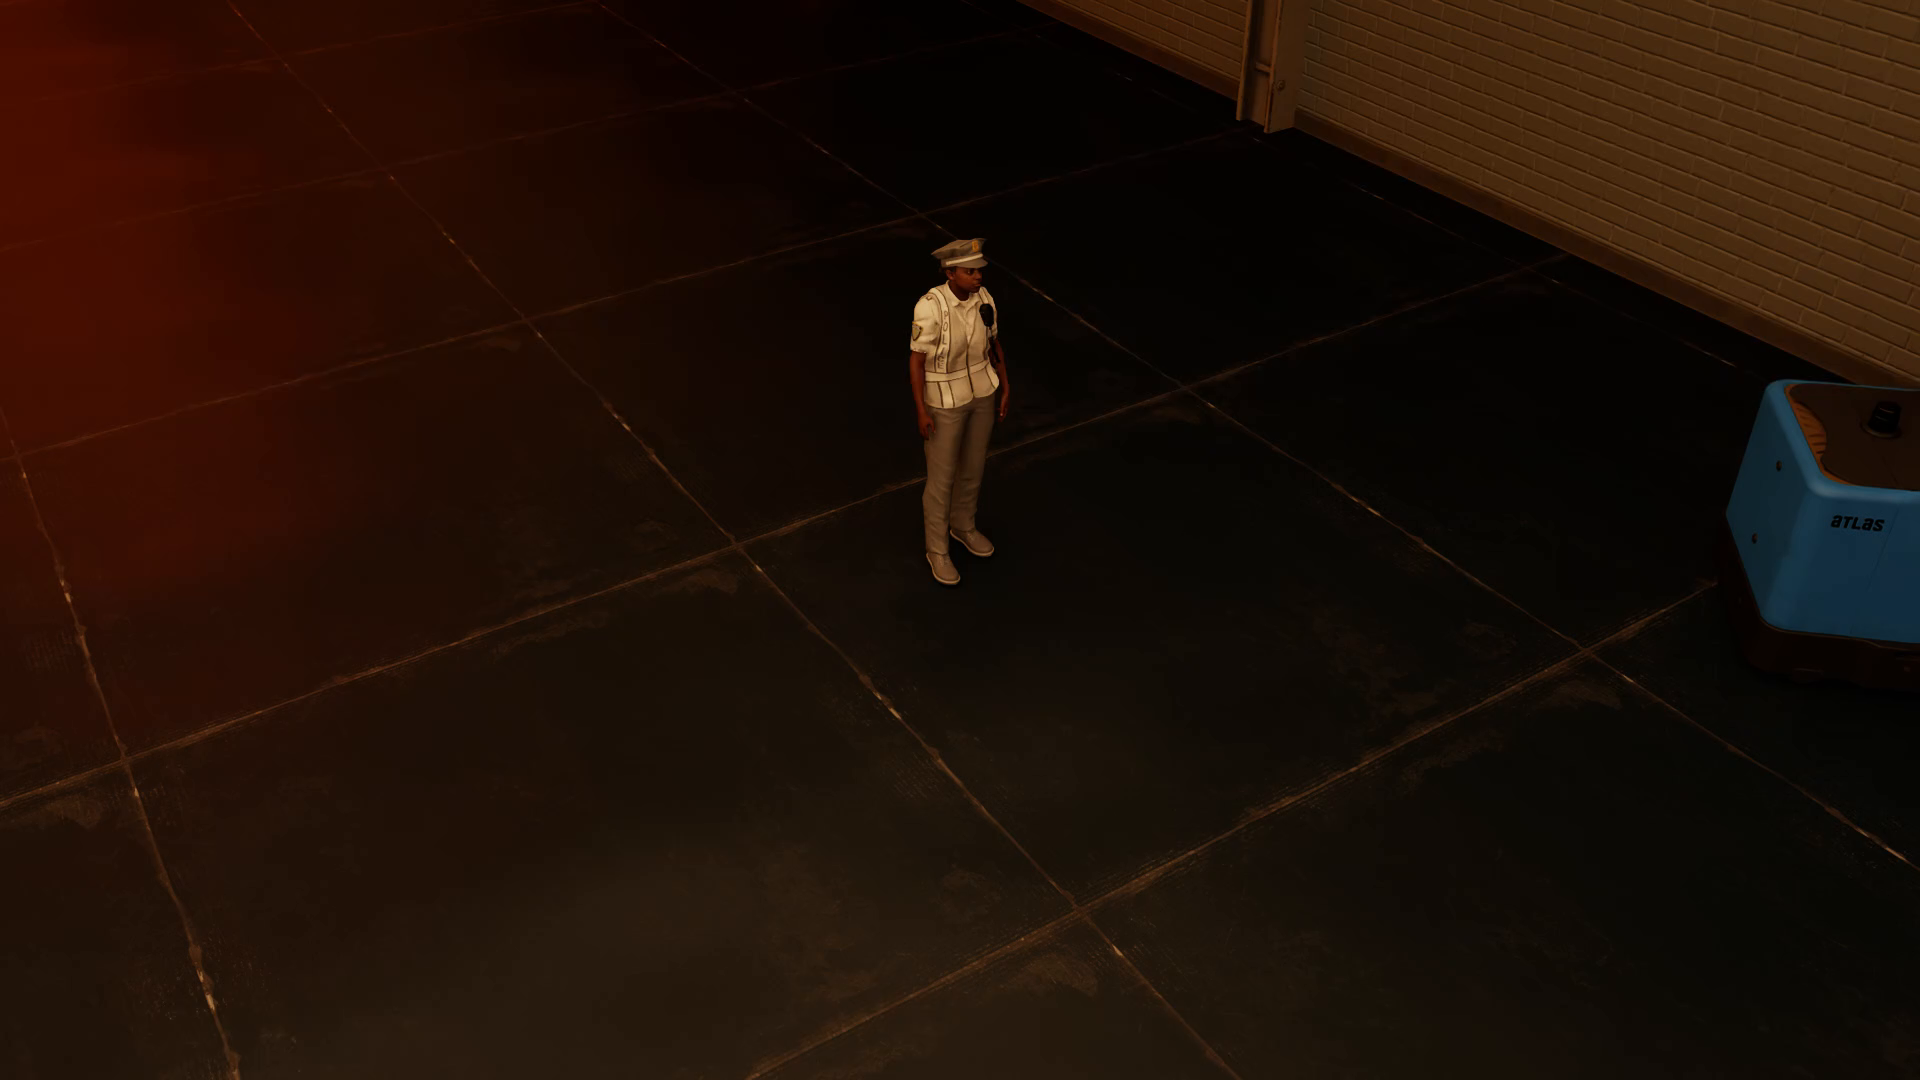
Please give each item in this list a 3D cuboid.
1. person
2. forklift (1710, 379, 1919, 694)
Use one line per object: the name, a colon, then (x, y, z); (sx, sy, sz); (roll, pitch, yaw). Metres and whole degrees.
person: (0.024, -0.657, 8.145); (0.569, 1.695, 0.528); (-21, 40, -27)
forklift: (5.242, -0.680, 7.116); (3.031, 2.935, 1.130); (6, 36, 8)
